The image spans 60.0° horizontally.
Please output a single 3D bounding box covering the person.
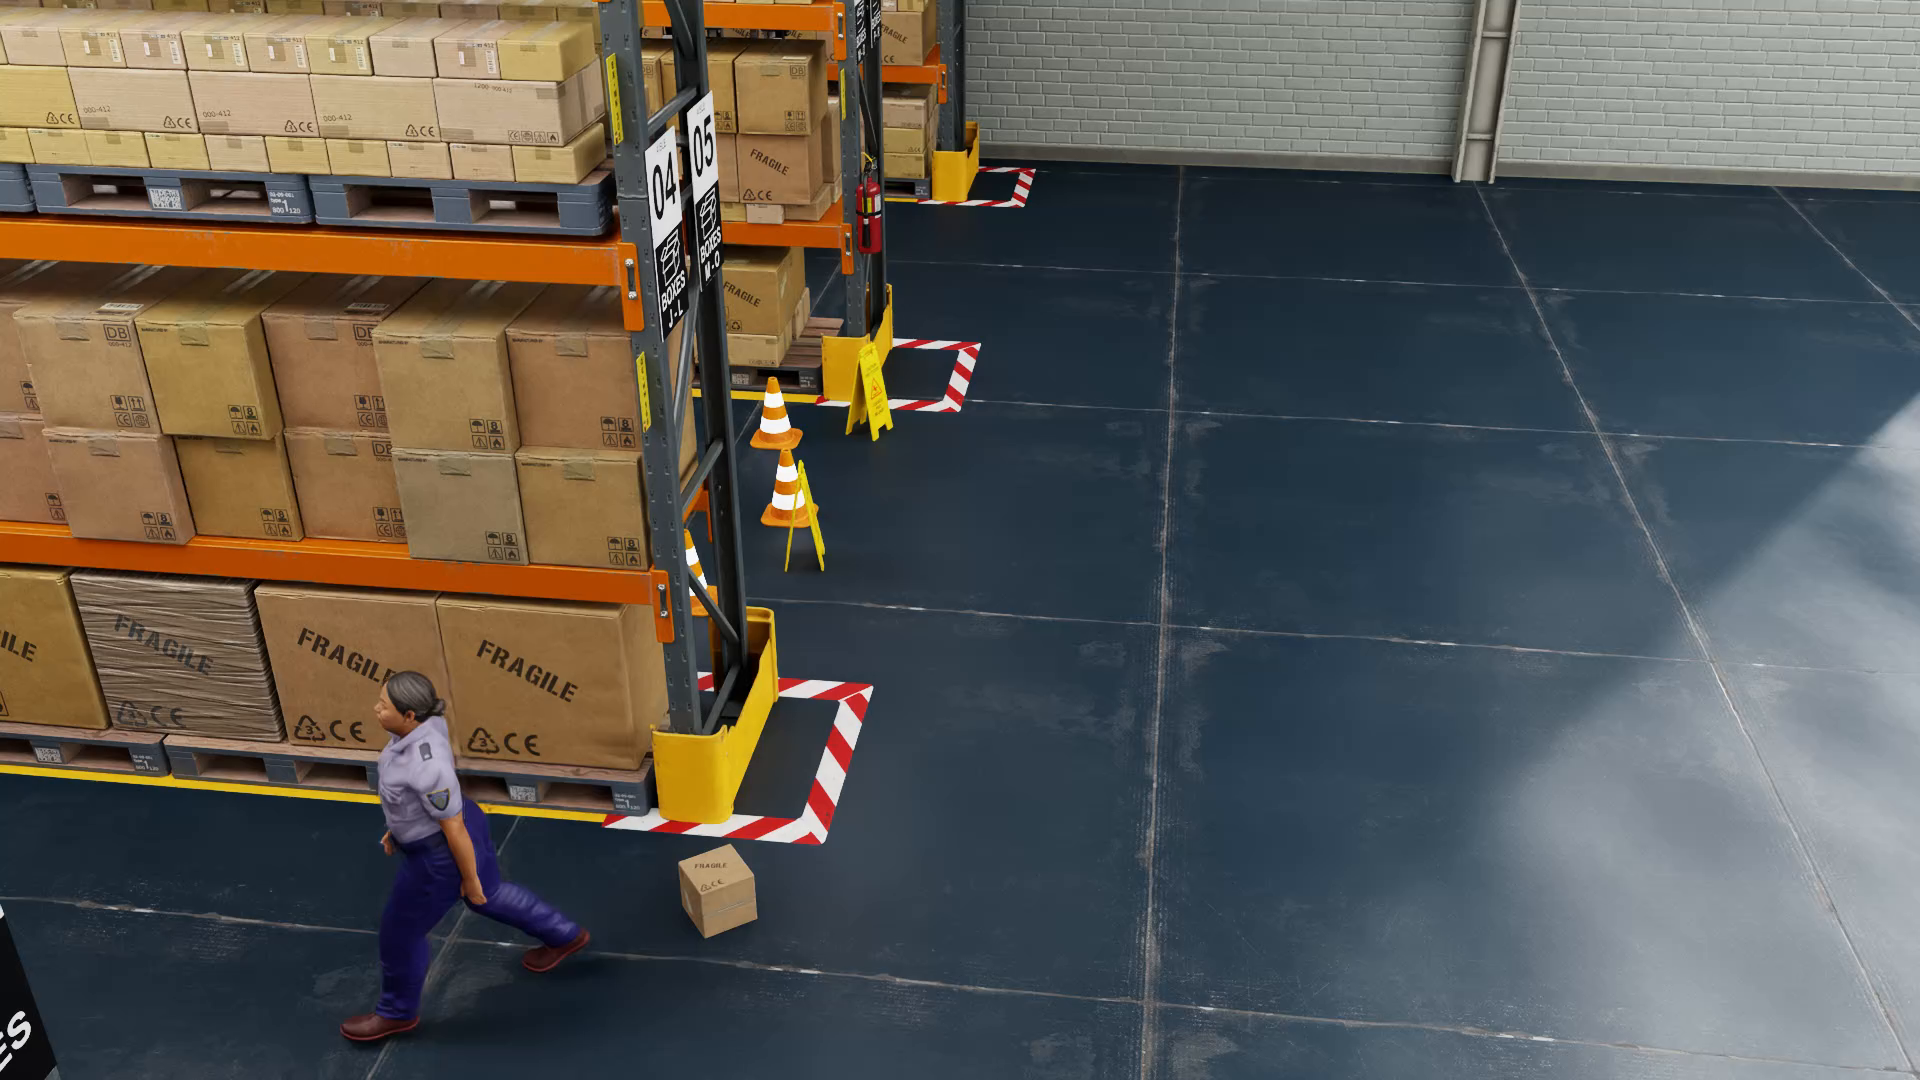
[{"bbox_3d":[-2.012,1.179,6.468,1.005,1.594,0.483,-7,29,-13],"label":"person"}]
